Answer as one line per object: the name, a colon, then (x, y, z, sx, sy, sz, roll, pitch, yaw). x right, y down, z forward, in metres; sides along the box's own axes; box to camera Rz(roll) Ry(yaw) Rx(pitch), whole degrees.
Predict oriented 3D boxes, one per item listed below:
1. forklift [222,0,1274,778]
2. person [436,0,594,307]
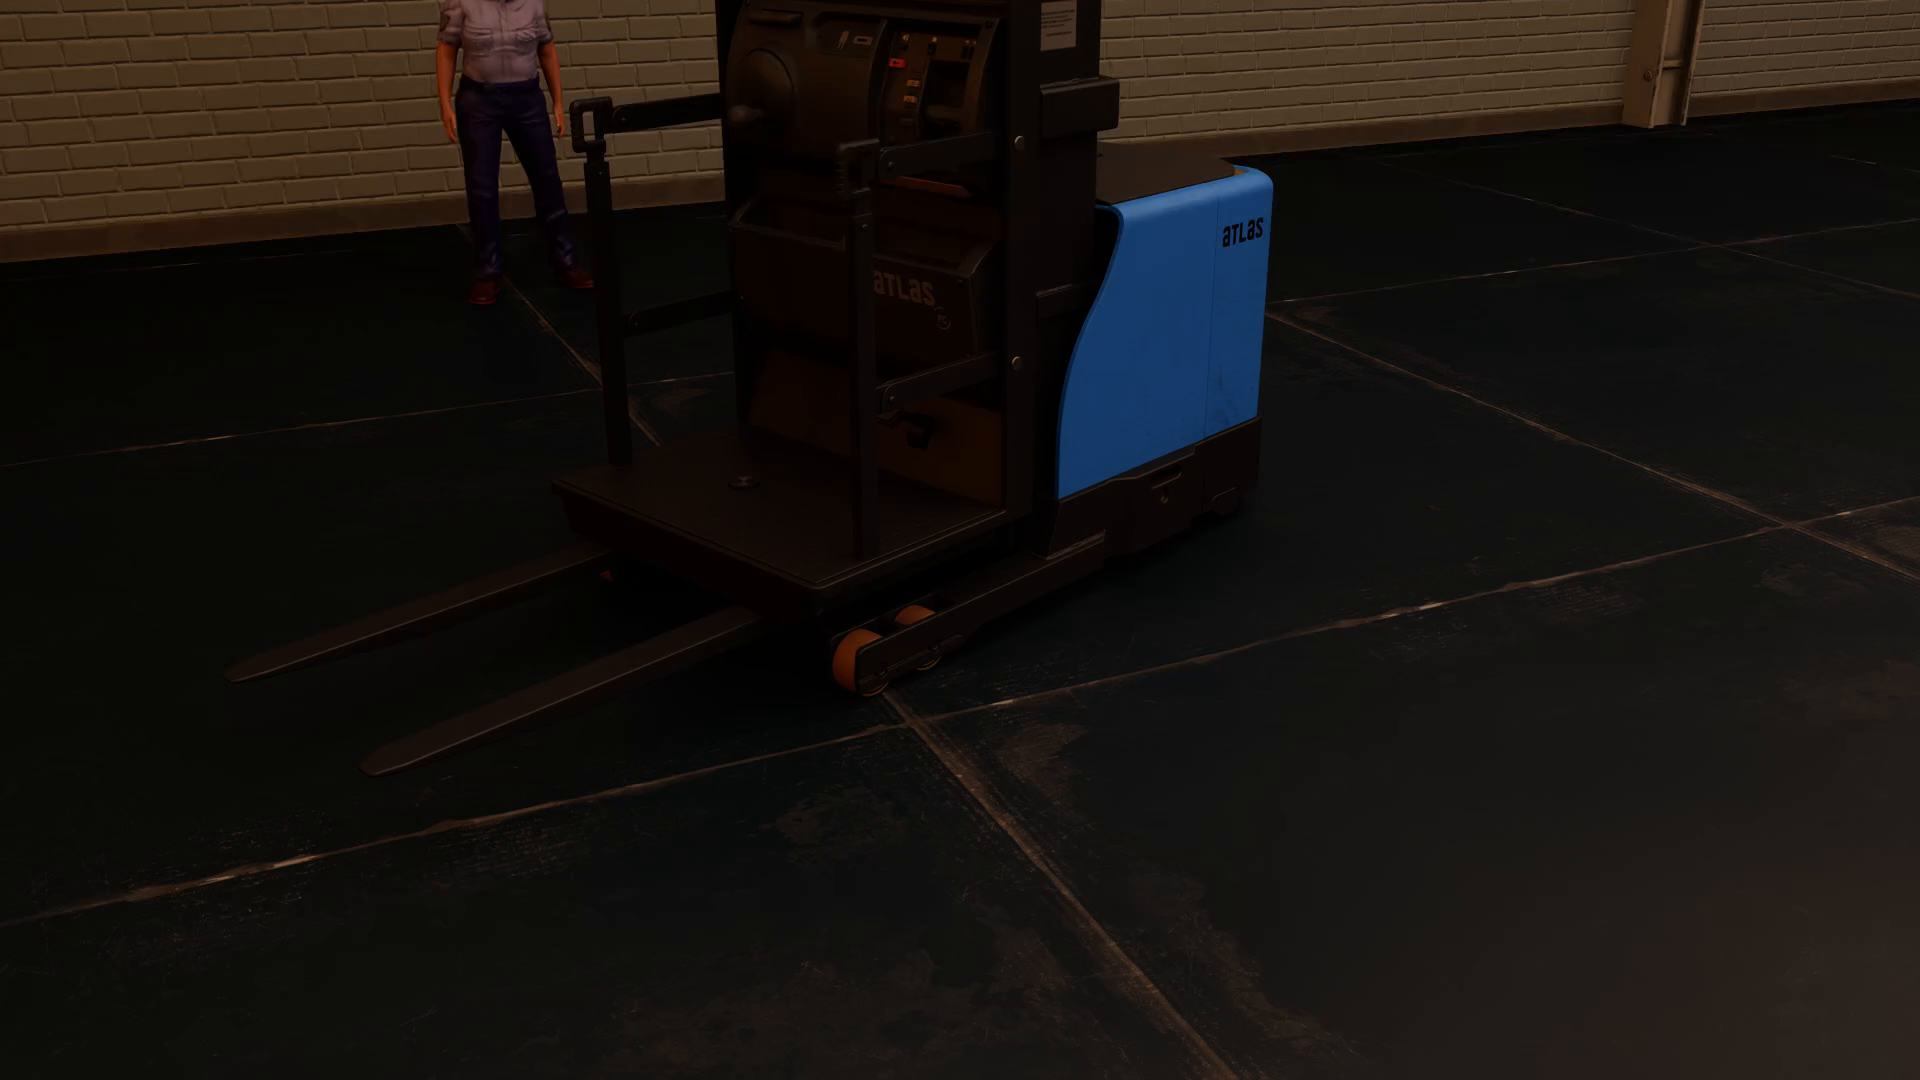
forklift: (-0.413, -1.182, 4.131, 1.130, 2.935, 3.031, 19, 29, 39)
person: (-2.076, -1.961, 7.686, 0.626, 1.657, 0.430, -11, 25, -26)
